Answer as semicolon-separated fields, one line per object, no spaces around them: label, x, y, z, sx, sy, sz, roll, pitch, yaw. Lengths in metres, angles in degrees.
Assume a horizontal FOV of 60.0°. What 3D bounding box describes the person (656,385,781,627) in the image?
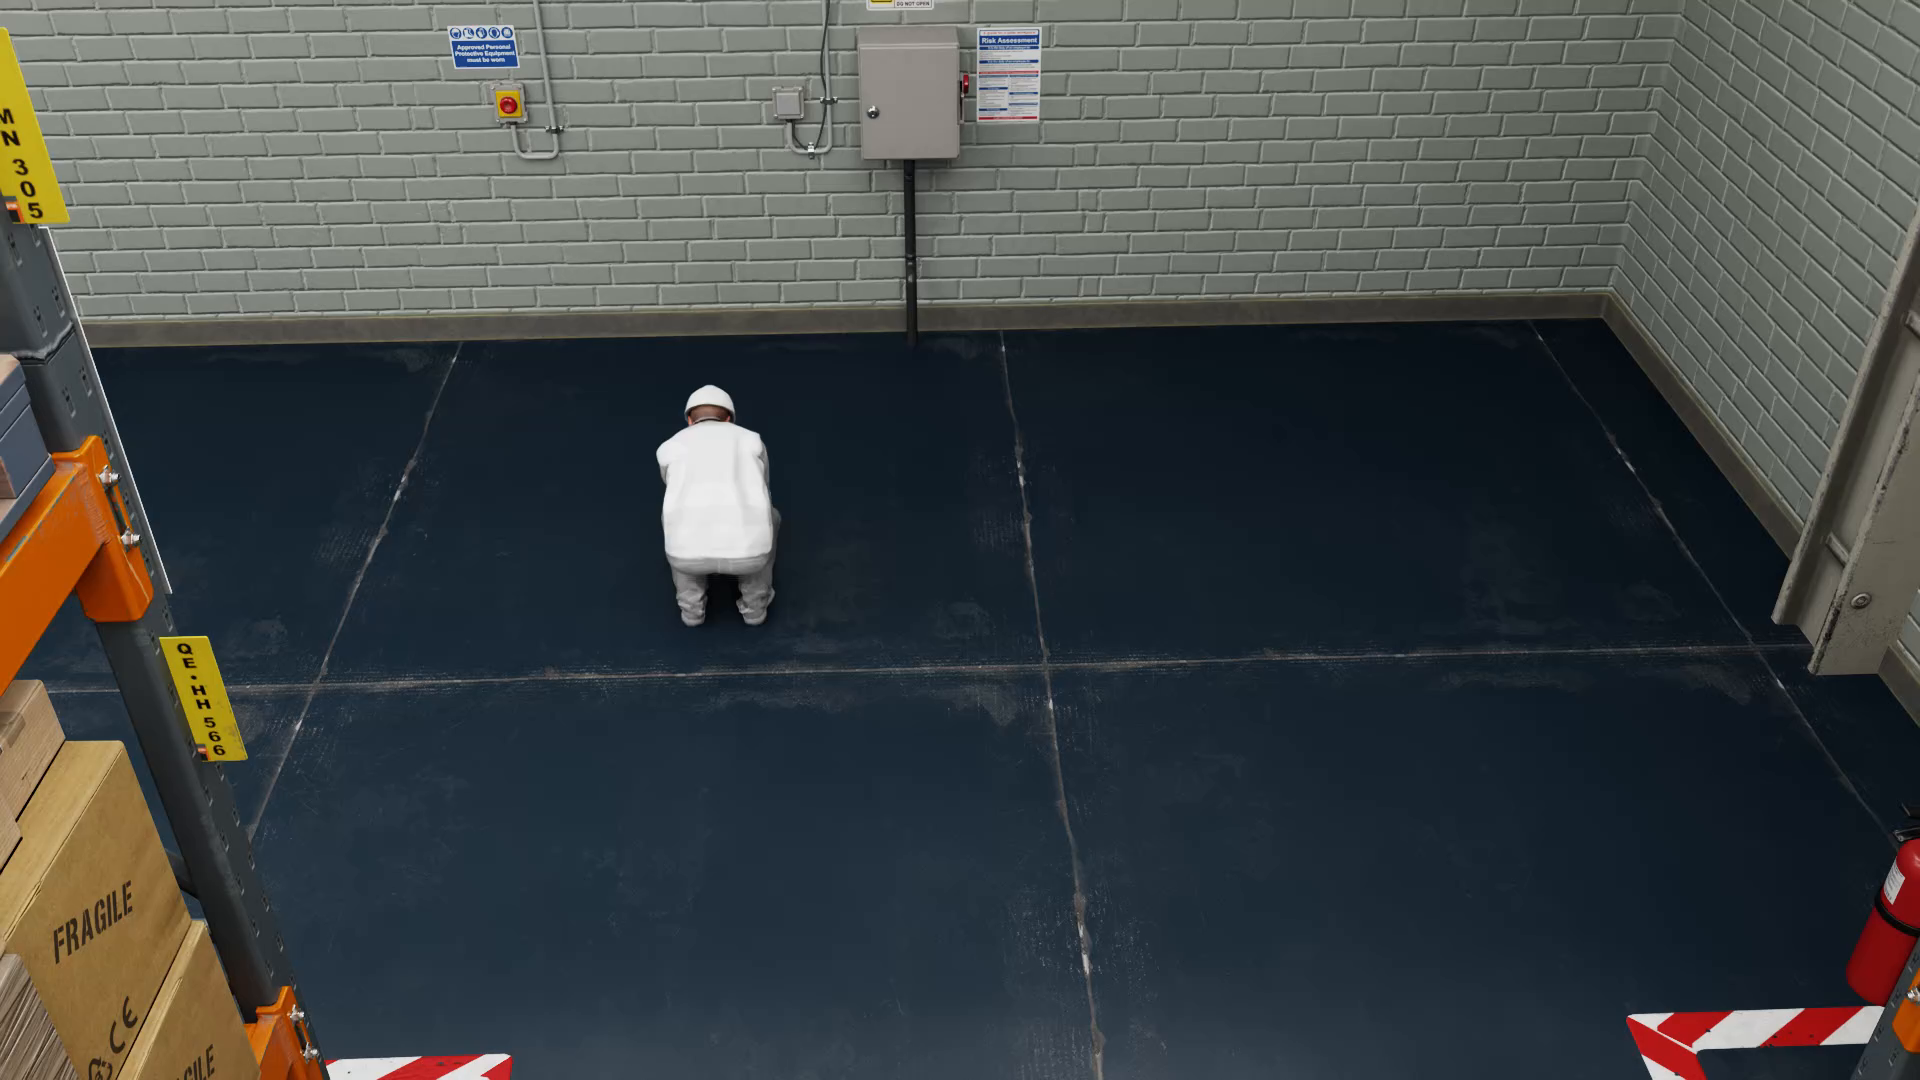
person;-1.041;-0.108;7.200;0.517;0.831;0.973;-2;35;-3
